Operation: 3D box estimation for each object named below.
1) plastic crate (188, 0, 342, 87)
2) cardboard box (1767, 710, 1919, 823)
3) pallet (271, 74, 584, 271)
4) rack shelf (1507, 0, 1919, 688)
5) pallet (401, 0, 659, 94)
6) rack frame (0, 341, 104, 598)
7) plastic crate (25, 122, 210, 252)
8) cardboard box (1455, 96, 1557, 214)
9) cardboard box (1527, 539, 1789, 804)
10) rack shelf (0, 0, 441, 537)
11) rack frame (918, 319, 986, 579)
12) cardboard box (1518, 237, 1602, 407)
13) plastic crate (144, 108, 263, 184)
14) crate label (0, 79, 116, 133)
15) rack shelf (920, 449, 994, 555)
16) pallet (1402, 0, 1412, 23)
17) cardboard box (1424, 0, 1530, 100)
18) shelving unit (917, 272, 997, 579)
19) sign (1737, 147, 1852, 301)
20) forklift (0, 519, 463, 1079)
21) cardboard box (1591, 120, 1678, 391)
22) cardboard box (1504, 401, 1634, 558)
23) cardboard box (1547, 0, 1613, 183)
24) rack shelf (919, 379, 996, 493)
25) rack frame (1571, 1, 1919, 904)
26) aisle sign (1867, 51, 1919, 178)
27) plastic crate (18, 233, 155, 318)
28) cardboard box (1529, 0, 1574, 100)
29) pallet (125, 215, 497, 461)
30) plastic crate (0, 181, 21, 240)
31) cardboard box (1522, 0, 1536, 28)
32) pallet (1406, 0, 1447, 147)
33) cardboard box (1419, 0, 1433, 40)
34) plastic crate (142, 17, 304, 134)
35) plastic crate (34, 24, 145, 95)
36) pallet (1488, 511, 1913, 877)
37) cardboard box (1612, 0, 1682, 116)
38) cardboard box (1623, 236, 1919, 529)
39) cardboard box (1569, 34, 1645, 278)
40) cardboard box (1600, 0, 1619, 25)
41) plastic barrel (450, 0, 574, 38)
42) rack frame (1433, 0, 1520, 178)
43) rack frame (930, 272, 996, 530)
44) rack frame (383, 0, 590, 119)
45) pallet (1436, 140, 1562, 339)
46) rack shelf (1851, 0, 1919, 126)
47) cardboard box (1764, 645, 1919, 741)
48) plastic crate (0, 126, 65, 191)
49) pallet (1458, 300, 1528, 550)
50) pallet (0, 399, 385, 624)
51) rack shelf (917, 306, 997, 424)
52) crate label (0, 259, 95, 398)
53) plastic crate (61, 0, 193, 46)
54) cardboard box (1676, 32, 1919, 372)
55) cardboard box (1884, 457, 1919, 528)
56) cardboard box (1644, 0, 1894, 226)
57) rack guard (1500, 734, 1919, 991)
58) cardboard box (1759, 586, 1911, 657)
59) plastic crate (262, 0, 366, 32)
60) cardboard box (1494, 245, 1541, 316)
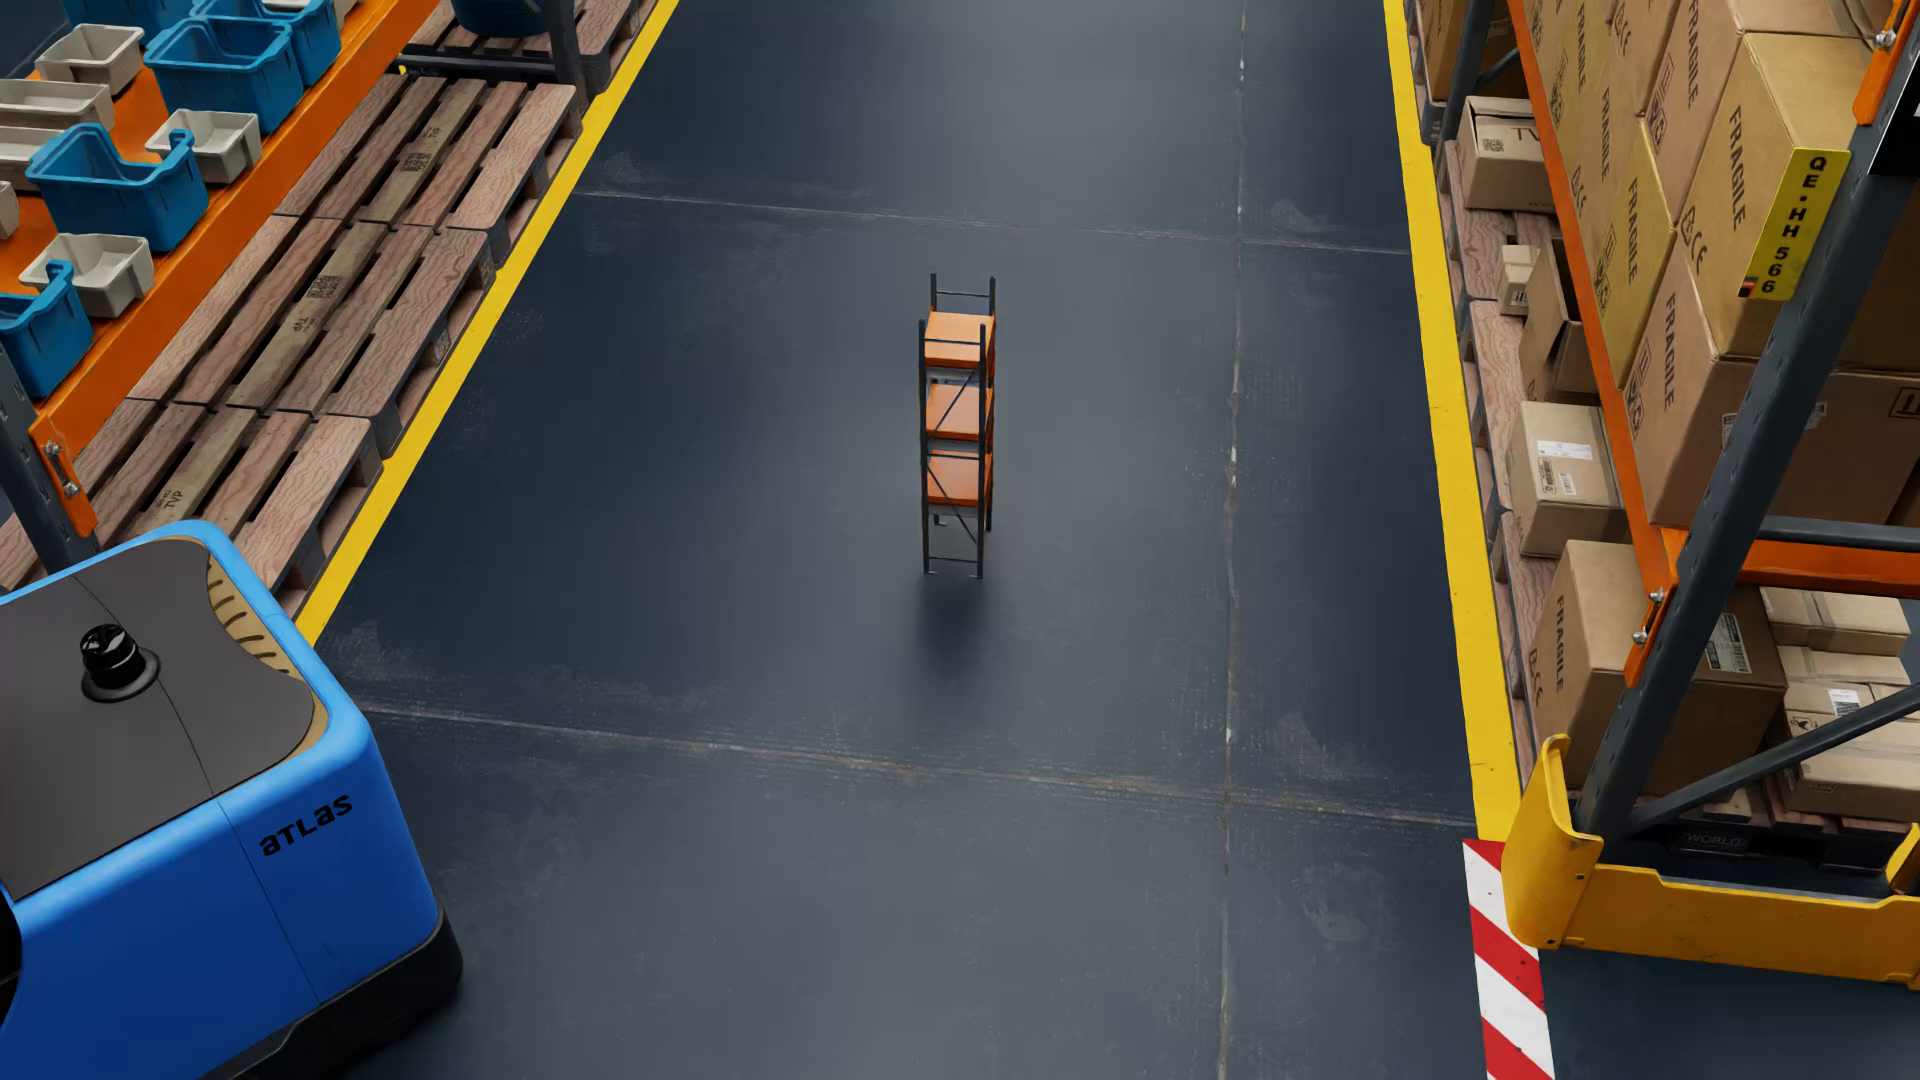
[{"bbox_3d":[-2.230,-1.642,5.380,0.416,0.233,0.300,5,44,6],"label":"plastic crate"},{"bbox_3d":[2.503,0.634,4.653,0.380,0.149,0.250,5,44,6],"label":"cardboard box"},{"bbox_3d":[-2.332,-1.649,7.338,1.003,0.211,1.213,5,44,6],"label":"pallet"},{"bbox_3d":[2.372,-1.089,5.242,1.077,0.370,4.000,5,44,6],"label":"rack shelf"},{"bbox_3d":[-2.130,-2.676,8.423,1.003,0.211,1.213,5,44,6],"label":"pallet"},{"bbox_3d":[-2.802,-0.440,4.033,1.000,3.000,0.127,5,44,6],"label":"rack frame"},{"bbox_3d":[-2.356,-0.988,4.690,0.416,0.233,0.300,5,44,6],"label":"plastic crate"},{"bbox_3d":[2.366,-1.631,6.926,0.500,0.311,0.500,5,44,6],"label":"cardboard box"},{"bbox_3d":[1.935,0.367,4.678,0.500,0.500,0.500,5,44,6],"label":"cardboard box"},{"bbox_3d":[-2.538,-1.542,5.720,1.077,0.370,4.000,5,44,6],"label":"rack shelf"},{"bbox_3d":[-0.023,-0.262,5.263,0.200,1.050,0.008,5,44,6],"label":"rack frame"},{"bbox_3d":[2.393,-0.686,5.789,0.797,0.503,0.637,5,44,6],"label":"cardboard box"},{"bbox_3d":[-2.229,-1.178,4.961,0.250,0.136,0.298,5,44,6],"label":"plastic crate"},{"bbox_3d":[-2.809,-1.327,5.118,0.396,0.136,0.243,5,44,6],"label":"crate label"},{"bbox_3d":[-0.007,-0.135,5.549,0.215,0.259,0.240,5,44,6],"label":"rack shelf"},{"bbox_3d":[2.865,-3.093,8.863,1.003,0.211,1.213,5,44,6],"label":"pallet"},{"bbox_3d":[2.417,-2.328,7.525,0.500,0.500,0.500,5,44,5],"label":"cardboard box"},{"bbox_3d":[-0.007,-0.345,5.351,0.215,1.050,0.252,5,44,6],"label":"shelving unit"},{"bbox_3d":[1.560,-0.587,3.116,0.100,0.325,0.005,5,44,6],"label":"sign"},{"bbox_3d":[-2.779,0.542,3.046,3.031,2.935,1.130,-30,51,-28],"label":"forklift"},{"bbox_3d":[1.962,-0.708,4.243,0.500,0.500,0.500,6,44,6],"label":"cardboard box"},{"bbox_3d":[2.090,-0.187,5.445,0.500,0.250,0.500,5,44,6],"label":"cardboard box"},{"bbox_3d":[2.100,-1.391,4.964,0.500,0.500,0.500,5,44,5],"label":"cardboard box"},{"bbox_3d":[-0.007,-0.337,5.358,0.215,0.259,0.240,5,44,6],"label":"rack shelf"},{"bbox_3d":[2.107,0.012,3.555,1.000,3.000,0.127,5,44,6],"label":"rack frame"},{"bbox_3d":[1.794,-0.913,2.642,0.394,0.787,0.004,5,44,6],"label":"aisle sign"},{"bbox_3d":[-2.319,-0.716,4.472,0.250,0.136,0.298,5,44,6],"label":"plastic crate"},{"bbox_3d":[2.166,-1.737,5.330,0.500,0.500,0.500,5,44,5],"label":"cardboard box"},{"bbox_3d":[-2.491,-0.815,6.458,1.003,0.211,1.213,5,44,6],"label":"pallet"},{"bbox_3d":[-2.874,-0.939,4.708,0.396,0.136,0.243,5,44,6],"label":"plastic crate"},{"bbox_3d":[2.234,-2.078,5.690,0.500,0.500,0.500,6,44,6],"label":"cardboard box"},{"bbox_3d":[2.706,-2.259,7.982,1.003,0.211,1.213,5,44,6],"label":"pallet"},{"bbox_3d":[2.491,-2.664,7.880,0.500,0.500,0.500,5,44,6],"label":"cardboard box"},{"bbox_3d":[-2.269,-1.437,5.164,0.416,0.233,0.300,5,44,6],"label":"plastic crate"},{"bbox_3d":[-2.788,-1.530,5.333,0.298,0.136,0.250,5,44,6],"label":"plastic crate"},{"bbox_3d":[2.222,0.430,5.143,1.003,0.211,1.213,5,44,6],"label":"pallet"},{"bbox_3d":[2.023,-1.413,4.261,0.500,0.500,0.500,6,44,7],"label":"cardboard box"},{"bbox_3d":[1.897,-0.354,3.869,0.500,0.500,0.500,6,44,7],"label":"cardboard box"},{"bbox_3d":[2.033,-1.047,4.602,0.500,0.500,0.500,6,44,6],"label":"cardboard box"},{"bbox_3d":[2.091,-1.763,4.631,0.500,0.500,0.500,6,44,7],"label":"cardboard box"},{"bbox_3d":[-2.185,-2.926,7.879,0.600,0.901,0.708,5,44,6],"label":"plastic barrel"},{"bbox_3d":[2.636,-2.714,6.434,1.000,3.000,0.127,5,44,6],"label":"rack frame"},{"bbox_3d":[0.009,-0.428,5.438,0.200,1.050,0.008,5,44,6],"label":"rack frame"},{"bbox_3d":[-2.273,-3.166,6.912,1.000,3.000,0.127,5,44,6],"label":"rack frame"},{"bbox_3d":[2.544,-1.233,6.899,1.003,0.211,1.213,5,44,6],"label":"pallet"},{"bbox_3d":[2.372,-2.179,4.211,1.077,0.370,4.000,5,44,6],"label":"rack shelf"},{"bbox_3d":[2.536,0.457,4.826,0.380,0.166,0.250,5,44,6],"label":"cardboard box"},{"bbox_3d":[-2.821,-1.135,4.915,0.396,0.136,0.243,5,44,6],"label":"plastic crate"},{"bbox_3d":[2.385,-0.399,6.018,1.003,0.211,1.213,5,44,6],"label":"pallet"},{"bbox_3d":[-2.655,0.014,5.582,1.003,0.211,1.213,5,44,6],"label":"pallet"},{"bbox_3d":[-0.007,-0.543,5.163,0.215,0.259,0.240,5,44,6],"label":"rack shelf"},{"bbox_3d":[-2.443,-0.540,4.216,0.416,0.233,0.303,5,44,6],"label":"crate label"},{"bbox_3d":[-2.785,-1.824,5.573,0.416,0.233,0.300,5,44,6],"label":"plastic crate"},{"bbox_3d":[1.893,-0.715,3.524,0.500,0.500,0.500,5,44,5],"label":"cardboard box"},{"bbox_3d":[2.427,-0.302,3.815,0.500,0.500,0.500,6,44,6],"label":"cardboard box"},{"bbox_3d":[1.959,-1.060,3.887,0.500,0.500,0.500,6,44,7],"label":"cardboard box"},{"bbox_3d":[2.117,0.868,4.469,1.175,0.500,0.348,5,44,6],"label":"rack guard"},{"bbox_3d":[2.526,0.166,5.073,0.500,0.250,0.500,5,44,6],"label":"cardboard box"},{"bbox_3d":[-2.206,-1.878,5.700,0.293,0.136,0.466,5,44,6],"label":"plastic crate"},{"bbox_3d":[2.262,-0.988,6.352,0.380,0.166,0.250,5,44,6],"label":"cardboard box"}]
